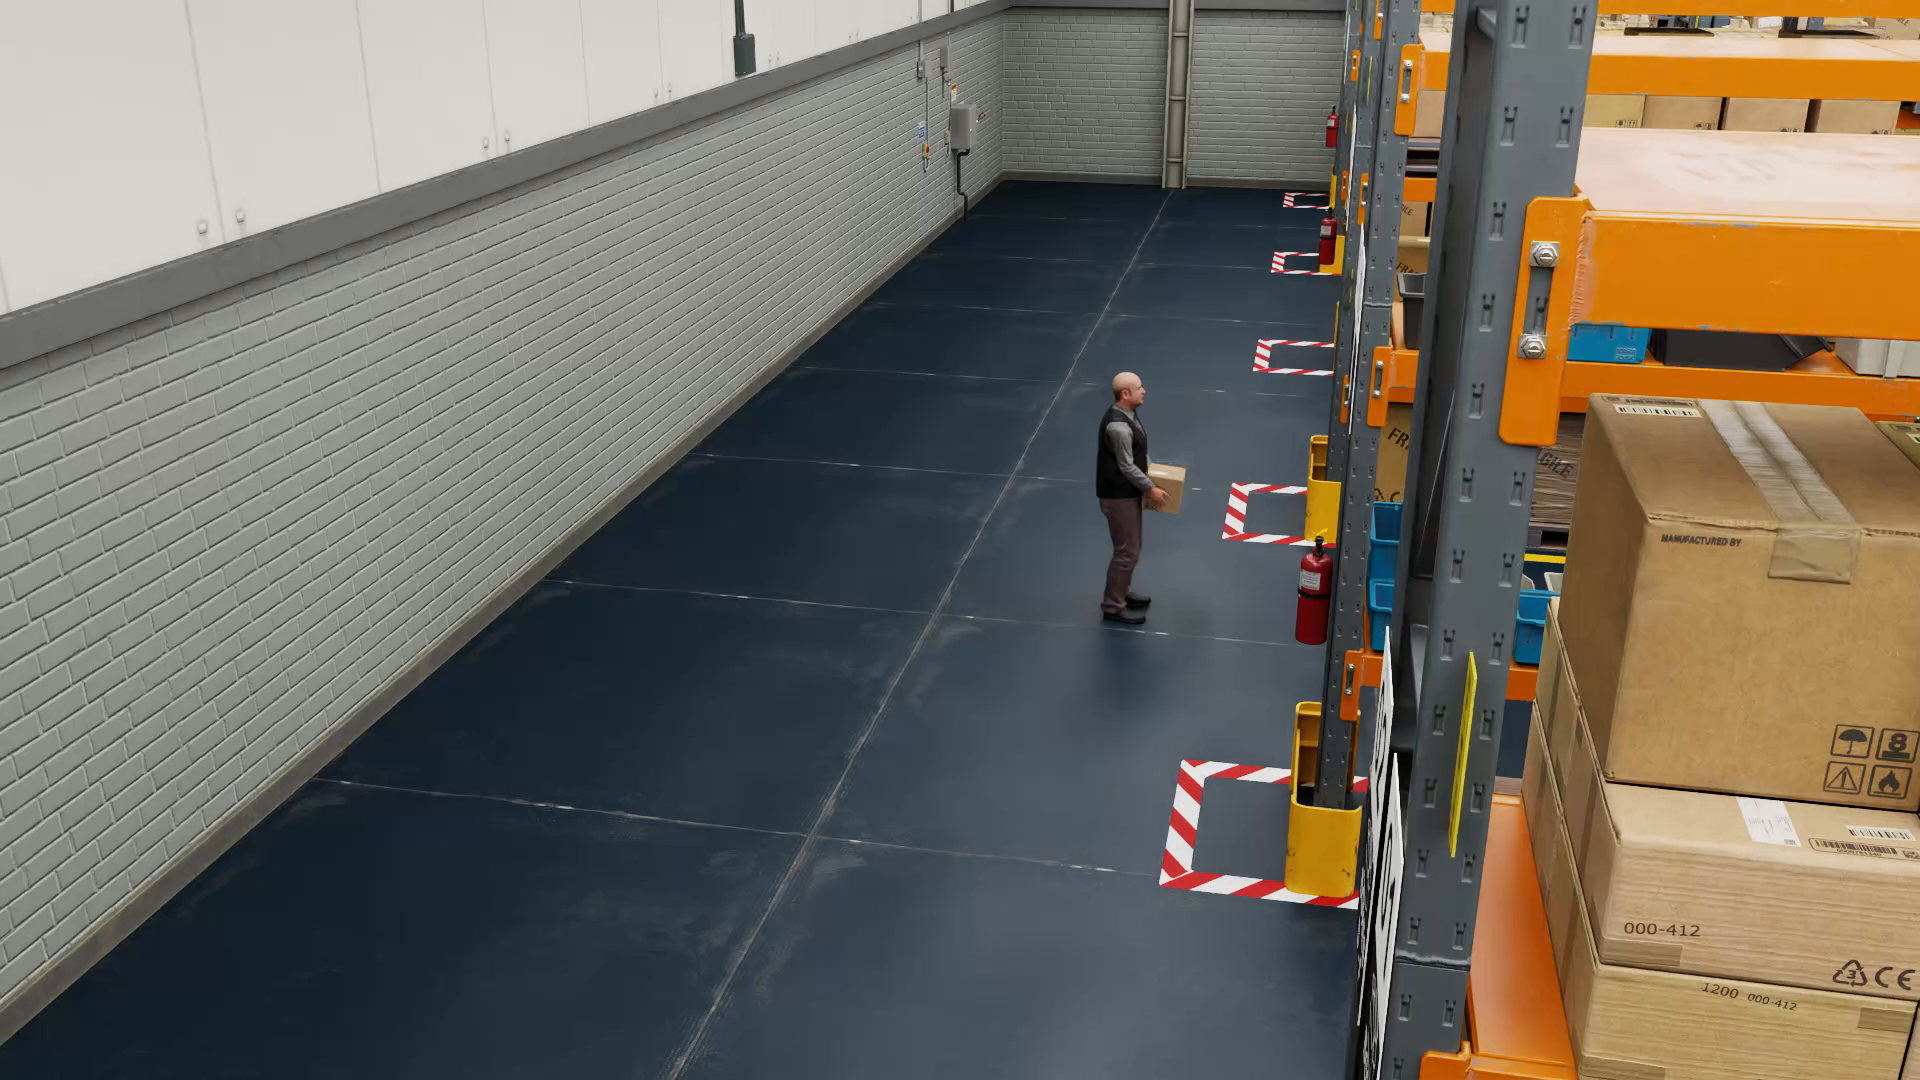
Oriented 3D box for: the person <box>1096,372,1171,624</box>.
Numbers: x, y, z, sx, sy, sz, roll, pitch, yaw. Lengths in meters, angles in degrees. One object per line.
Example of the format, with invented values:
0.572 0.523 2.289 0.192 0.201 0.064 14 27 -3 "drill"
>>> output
1.190 -0.305 11.388 0.522 1.727 0.532 4 22 11 "person"
